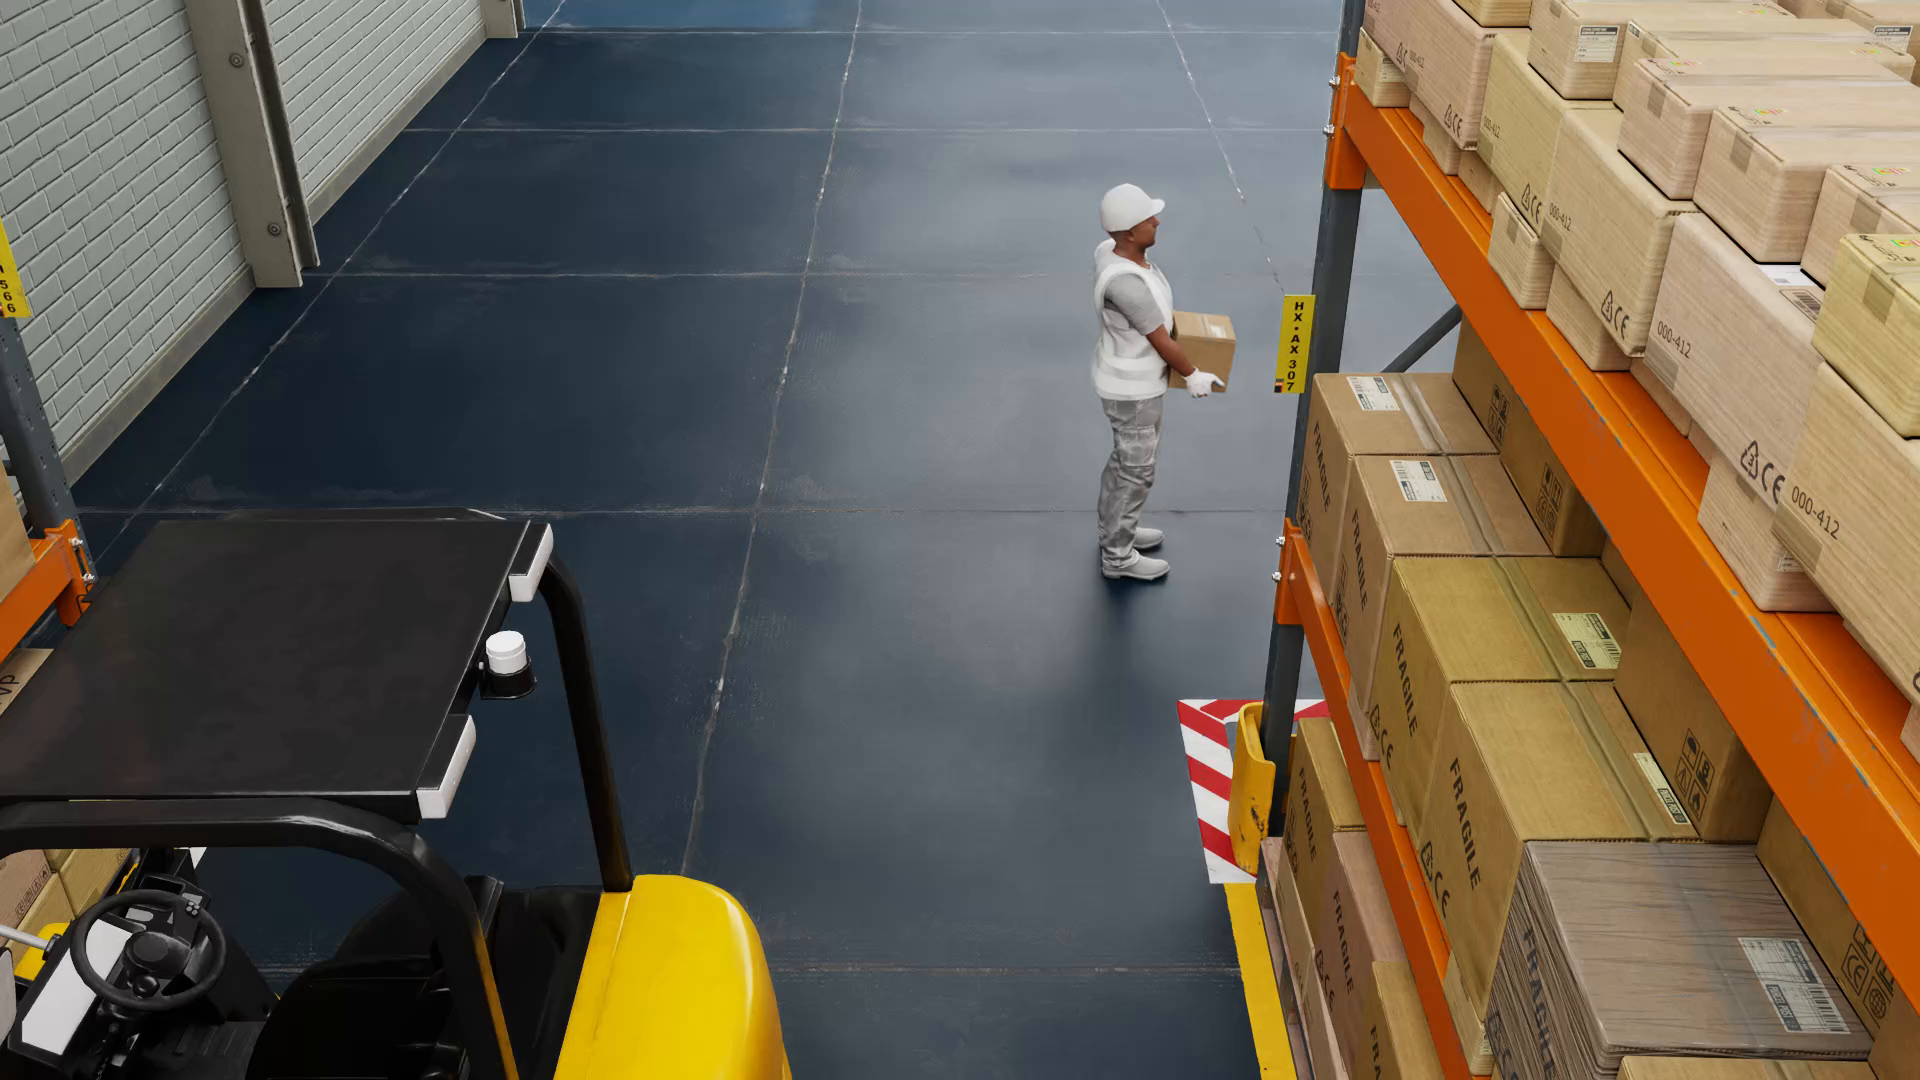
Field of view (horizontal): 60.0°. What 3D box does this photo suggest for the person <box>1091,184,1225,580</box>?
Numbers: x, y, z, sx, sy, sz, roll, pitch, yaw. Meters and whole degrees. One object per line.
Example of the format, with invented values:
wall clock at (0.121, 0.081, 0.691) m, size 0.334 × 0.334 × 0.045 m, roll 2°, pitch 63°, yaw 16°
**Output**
person at (0.844, -0.681, 7.241) m, size 0.574 × 1.780 × 0.490 m, roll 0°, pitch 31°, yaw 0°
